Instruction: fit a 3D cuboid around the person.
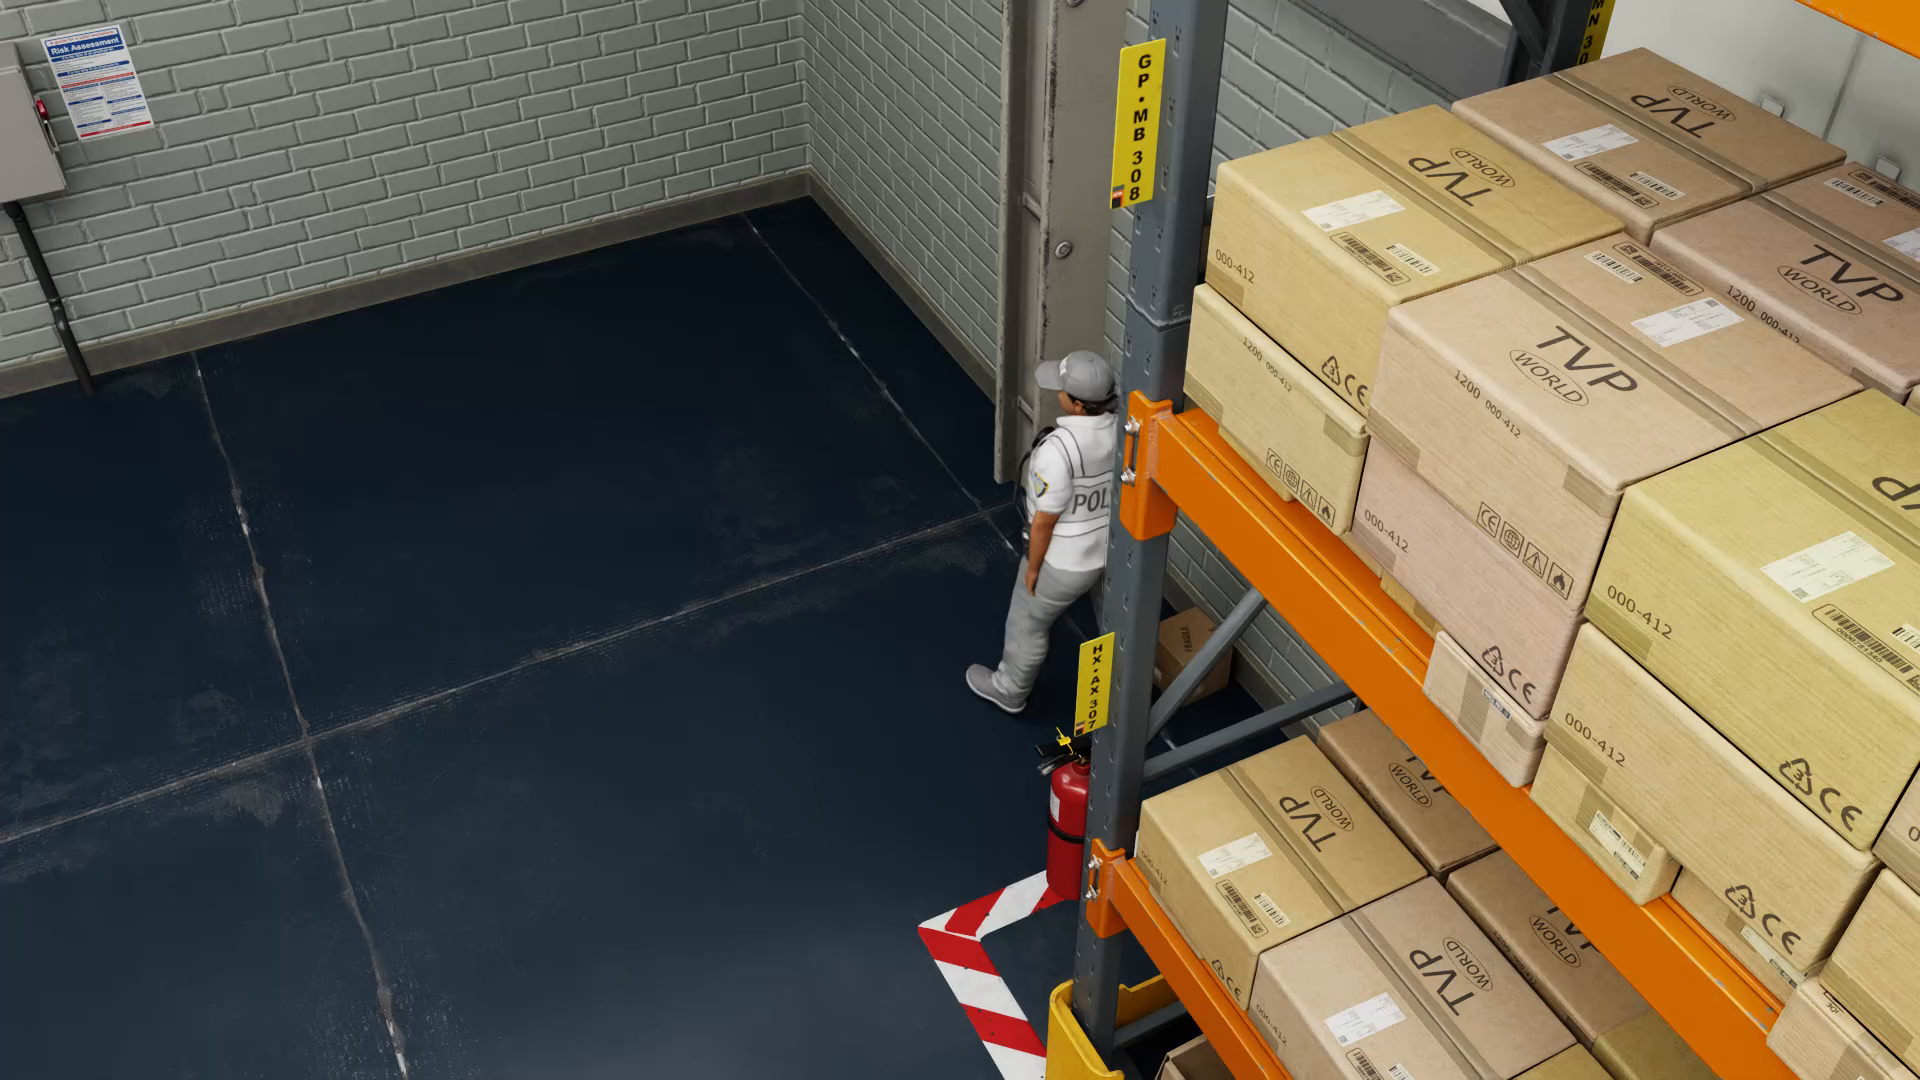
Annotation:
[{"bbox_3d":[0.403,0.012,6.120,0.600,1.653,0.584,-21,46,-22],"label":"person"}]
